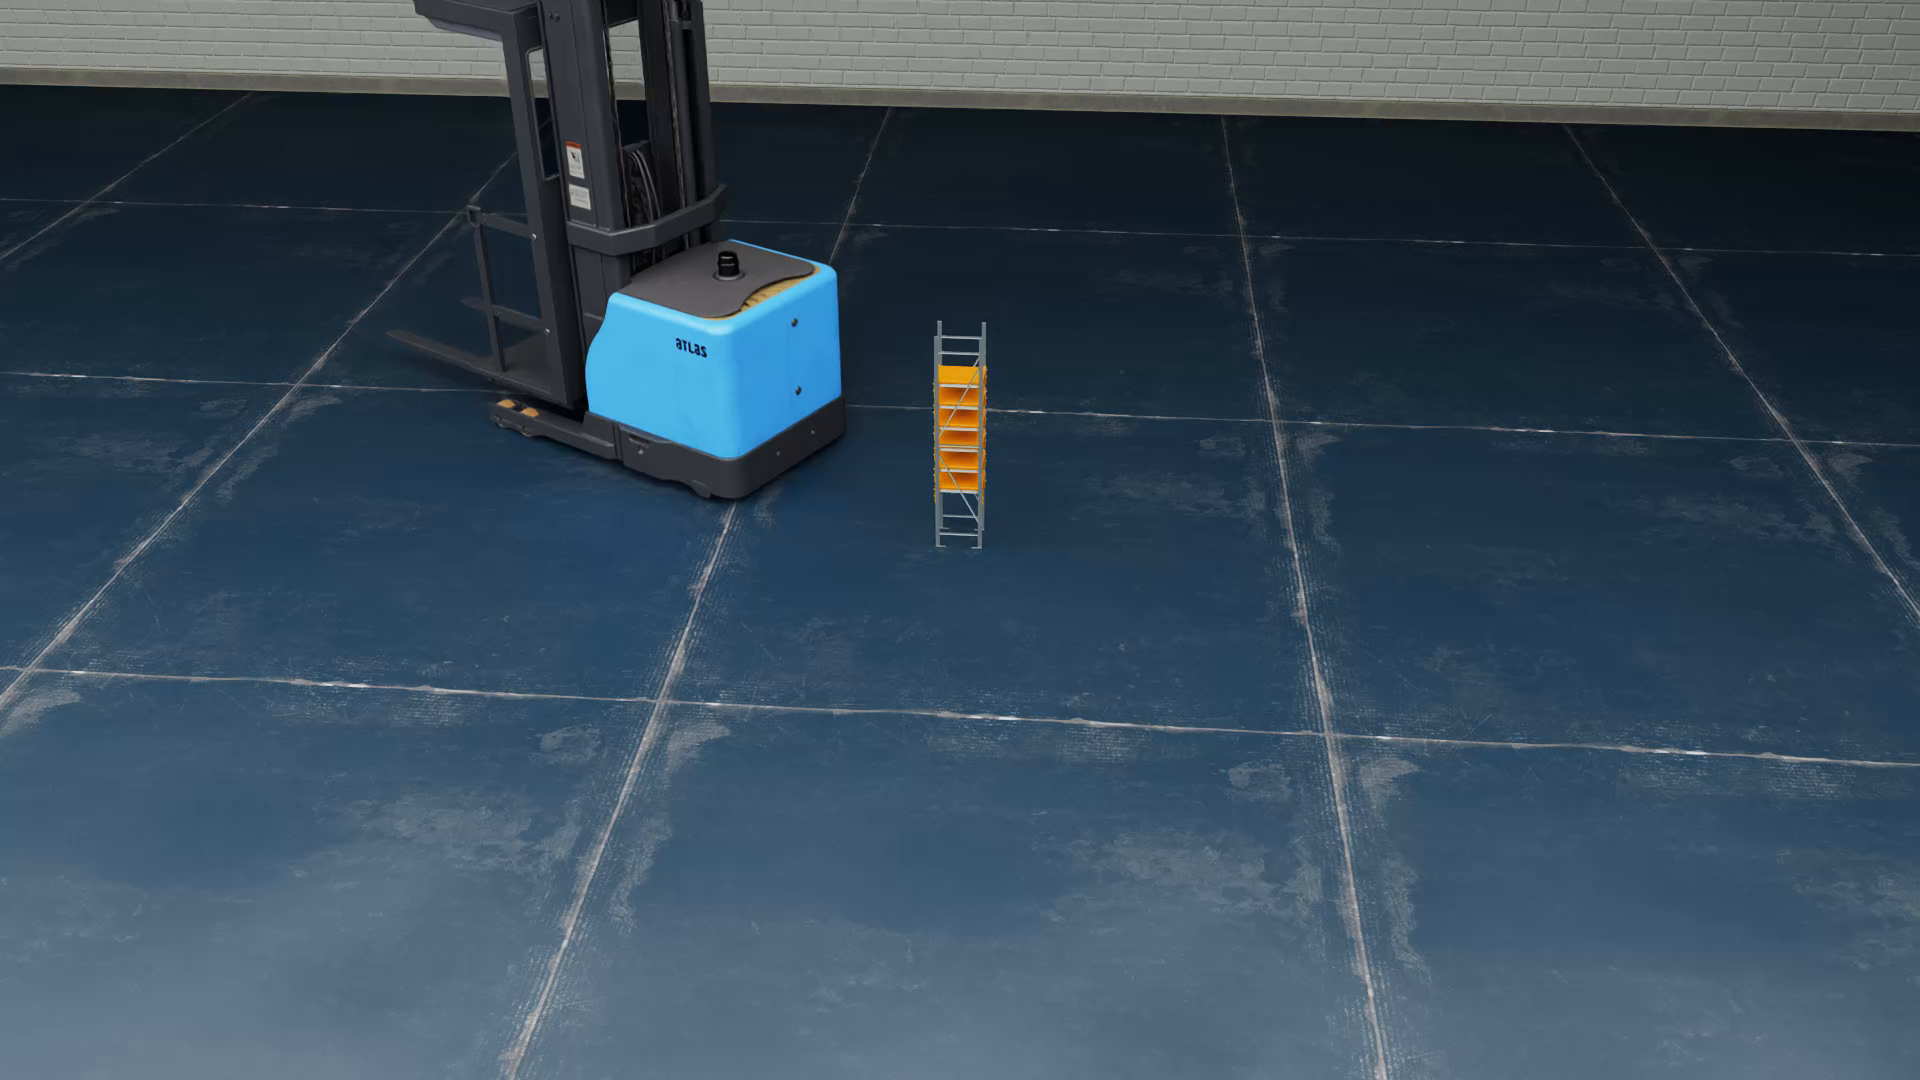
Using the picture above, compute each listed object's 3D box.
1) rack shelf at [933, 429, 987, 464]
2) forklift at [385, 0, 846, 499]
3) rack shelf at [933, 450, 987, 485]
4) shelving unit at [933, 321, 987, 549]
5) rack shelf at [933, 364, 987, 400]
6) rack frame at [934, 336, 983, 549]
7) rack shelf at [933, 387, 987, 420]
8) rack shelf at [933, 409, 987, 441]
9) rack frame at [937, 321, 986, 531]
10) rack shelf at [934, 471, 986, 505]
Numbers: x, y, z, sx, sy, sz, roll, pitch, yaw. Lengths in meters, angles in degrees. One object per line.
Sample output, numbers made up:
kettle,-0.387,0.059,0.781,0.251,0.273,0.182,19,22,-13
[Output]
rack shelf,0.001,-0.481,8.471,0.258,0.103,0.180,2,32,4
forklift,-2.168,-2.060,9.298,3.031,2.935,1.130,19,37,28
rack shelf,0.001,-0.378,8.534,0.258,0.103,0.180,2,32,4
shelving unit,0.001,-0.518,8.447,0.258,1.200,0.189,2,32,4
rack shelf,0.001,-0.787,8.282,0.258,0.103,0.180,2,32,4
rack frame,-0.006,-0.471,8.370,0.240,1.200,0.006,2,32,4
rack shelf,0.001,-0.685,8.345,0.258,0.103,0.180,2,32,4
rack shelf,0.001,-0.583,8.408,0.258,0.103,0.180,2,32,4
rack frame,0.009,-0.566,8.525,0.240,1.200,0.006,2,32,4
rack shelf,0.001,-0.276,8.597,0.258,0.103,0.180,2,32,4
